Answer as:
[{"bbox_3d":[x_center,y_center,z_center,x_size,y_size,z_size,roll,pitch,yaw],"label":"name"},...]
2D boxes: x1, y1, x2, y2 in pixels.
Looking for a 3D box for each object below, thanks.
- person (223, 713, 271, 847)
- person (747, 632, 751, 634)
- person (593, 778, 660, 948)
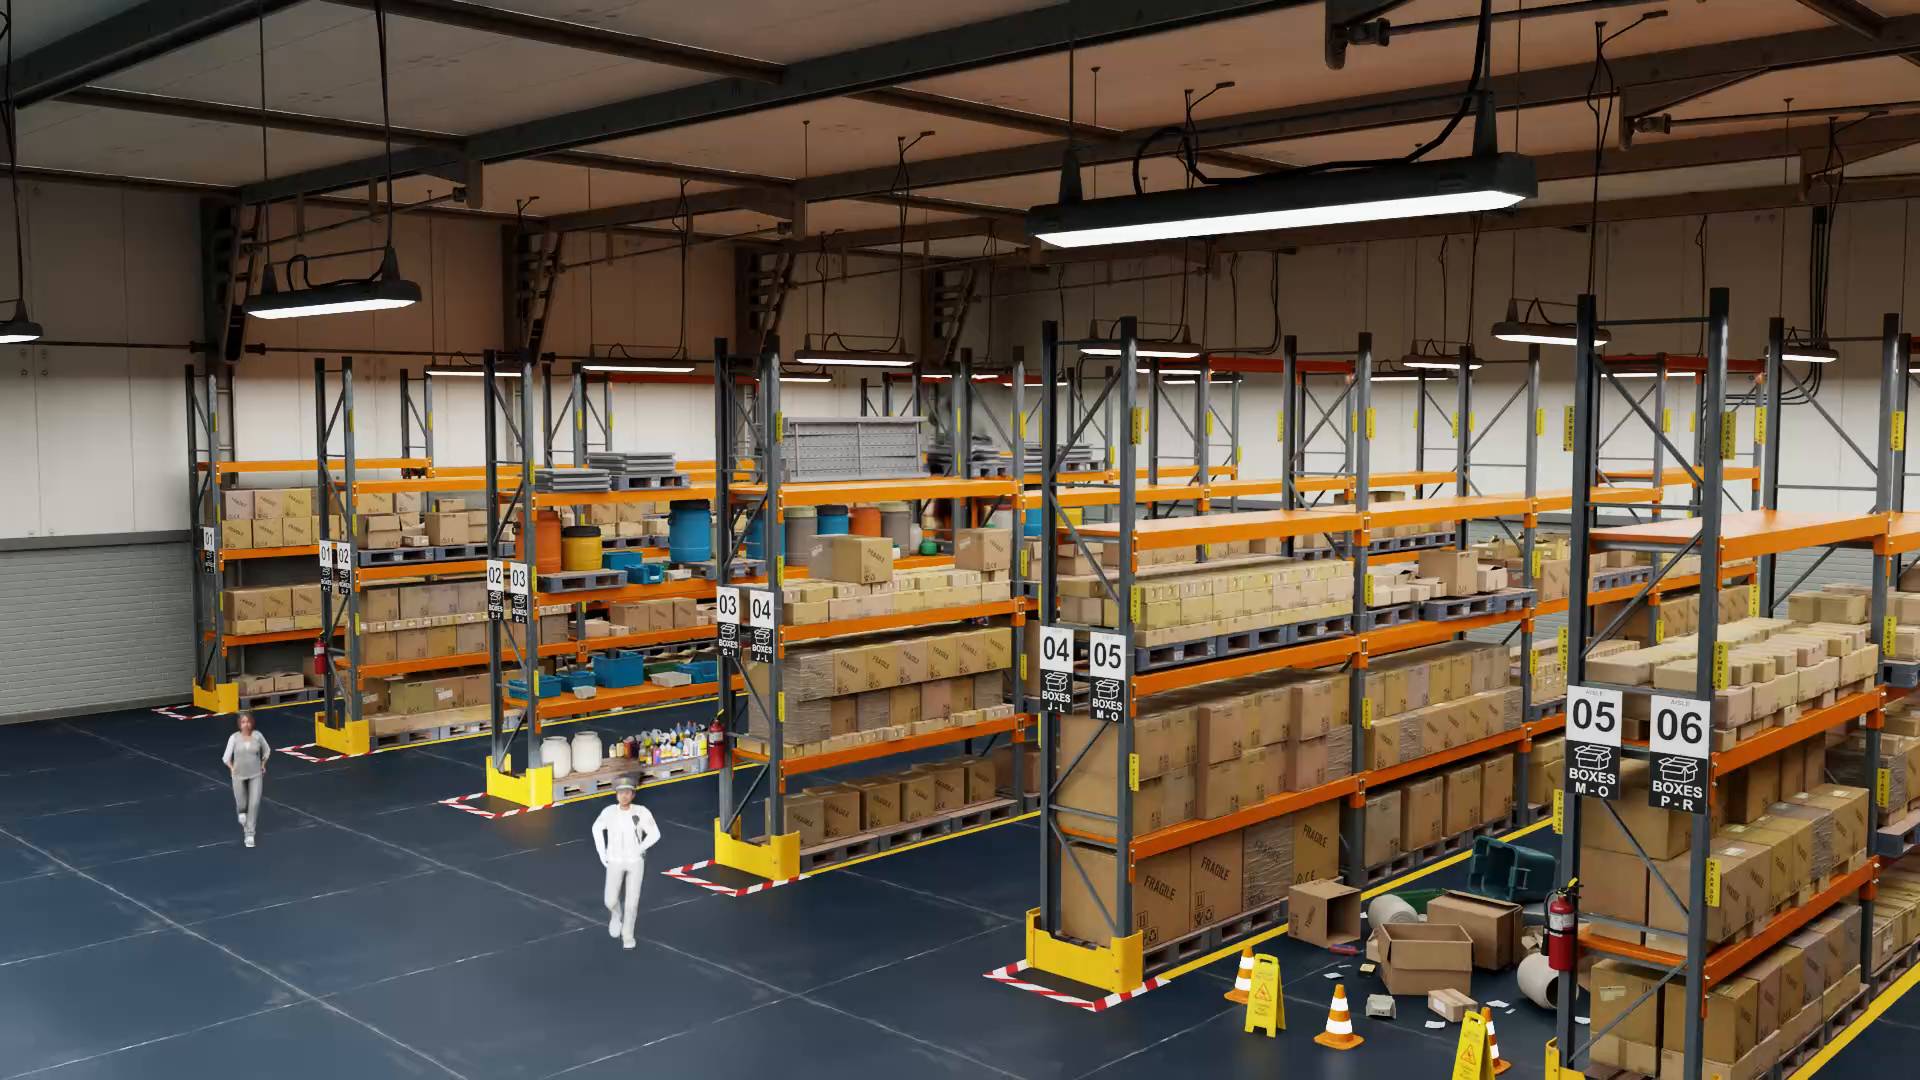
[{"bbox_3d":[-8.562,2.857,19.996,0.536,1.576,0.675,-2,5,-27],"label":"person"},{"bbox_3d":[-4.079,1.756,33.711,0.725,1.768,0.587,-4,6,-40],"label":"person"},{"bbox_3d":[-3.220,3.106,15.991,0.662,1.669,0.510,0,4,-4],"label":"person"}]
